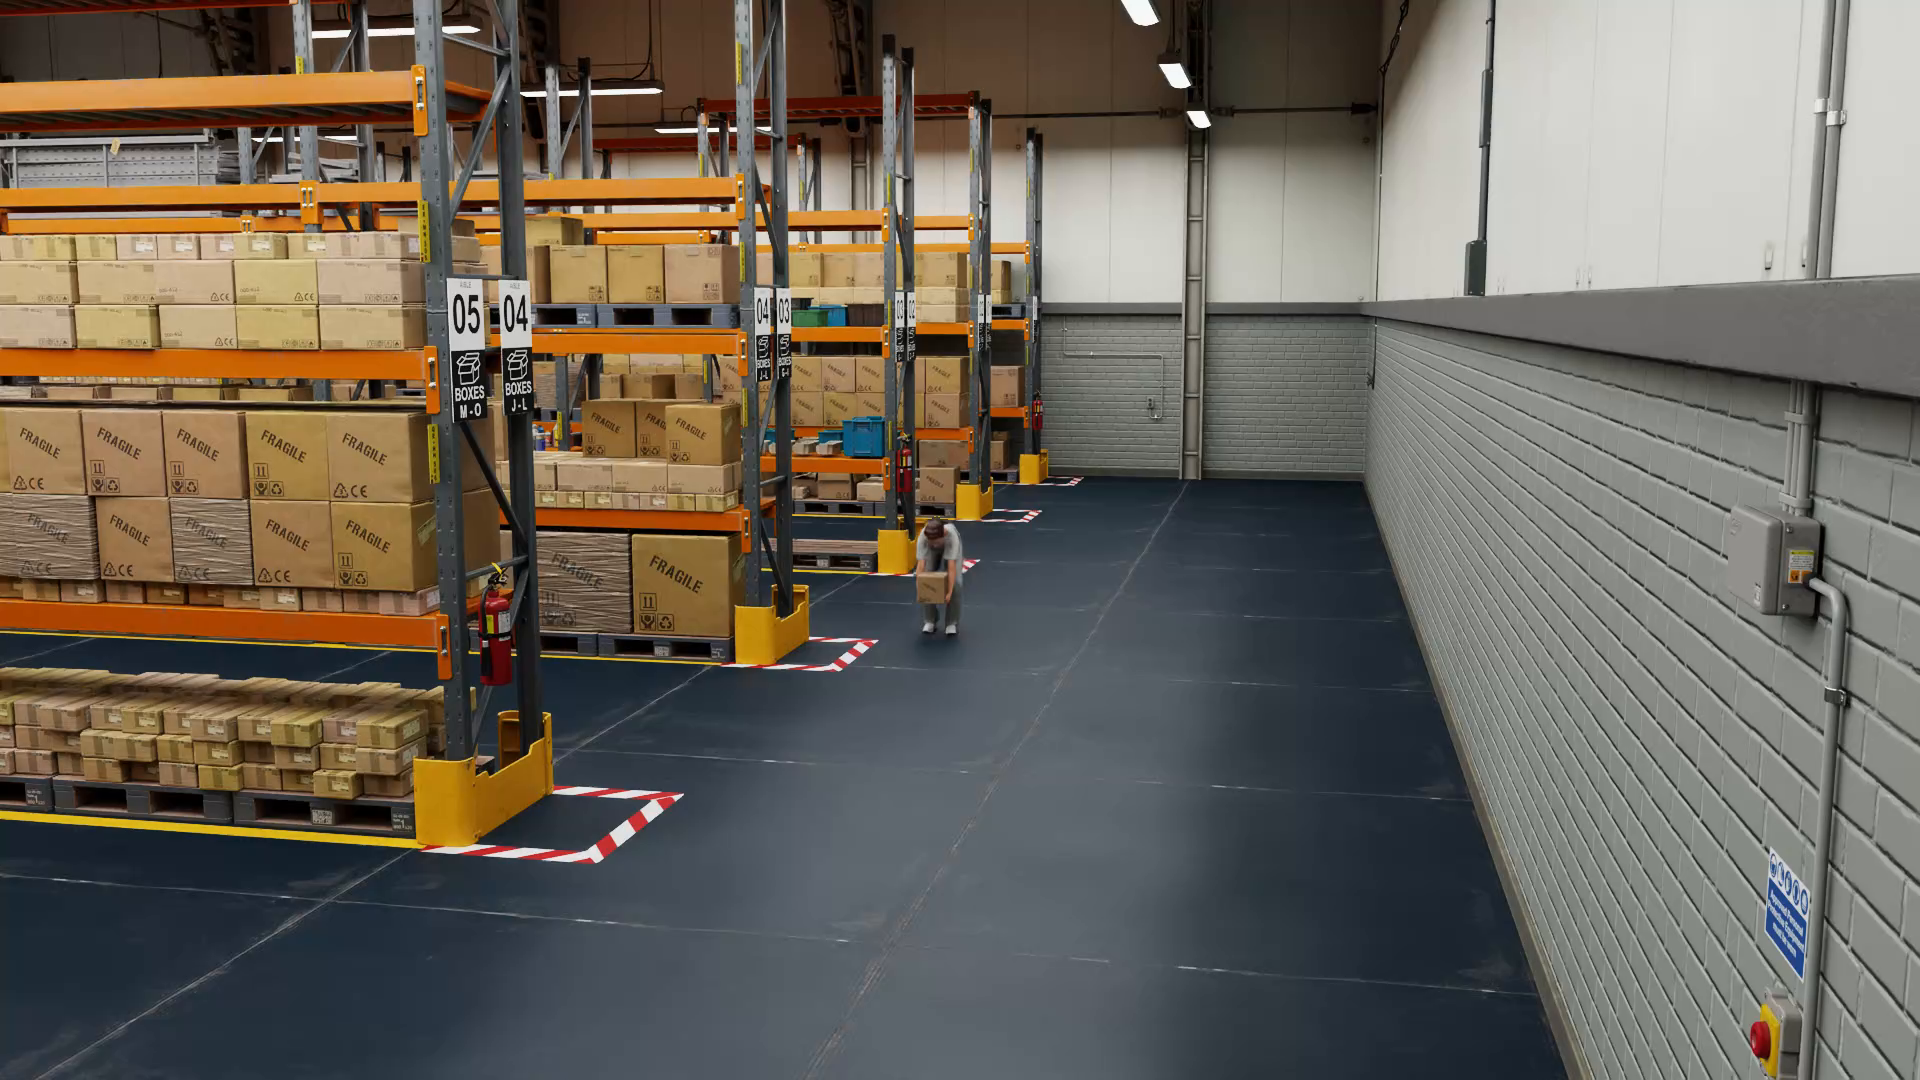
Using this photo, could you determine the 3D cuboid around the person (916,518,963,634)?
[{"bbox_3d":[-0.201,0.327,15.465,0.439,1.129,0.854,1,8,9],"label":"person"}]
